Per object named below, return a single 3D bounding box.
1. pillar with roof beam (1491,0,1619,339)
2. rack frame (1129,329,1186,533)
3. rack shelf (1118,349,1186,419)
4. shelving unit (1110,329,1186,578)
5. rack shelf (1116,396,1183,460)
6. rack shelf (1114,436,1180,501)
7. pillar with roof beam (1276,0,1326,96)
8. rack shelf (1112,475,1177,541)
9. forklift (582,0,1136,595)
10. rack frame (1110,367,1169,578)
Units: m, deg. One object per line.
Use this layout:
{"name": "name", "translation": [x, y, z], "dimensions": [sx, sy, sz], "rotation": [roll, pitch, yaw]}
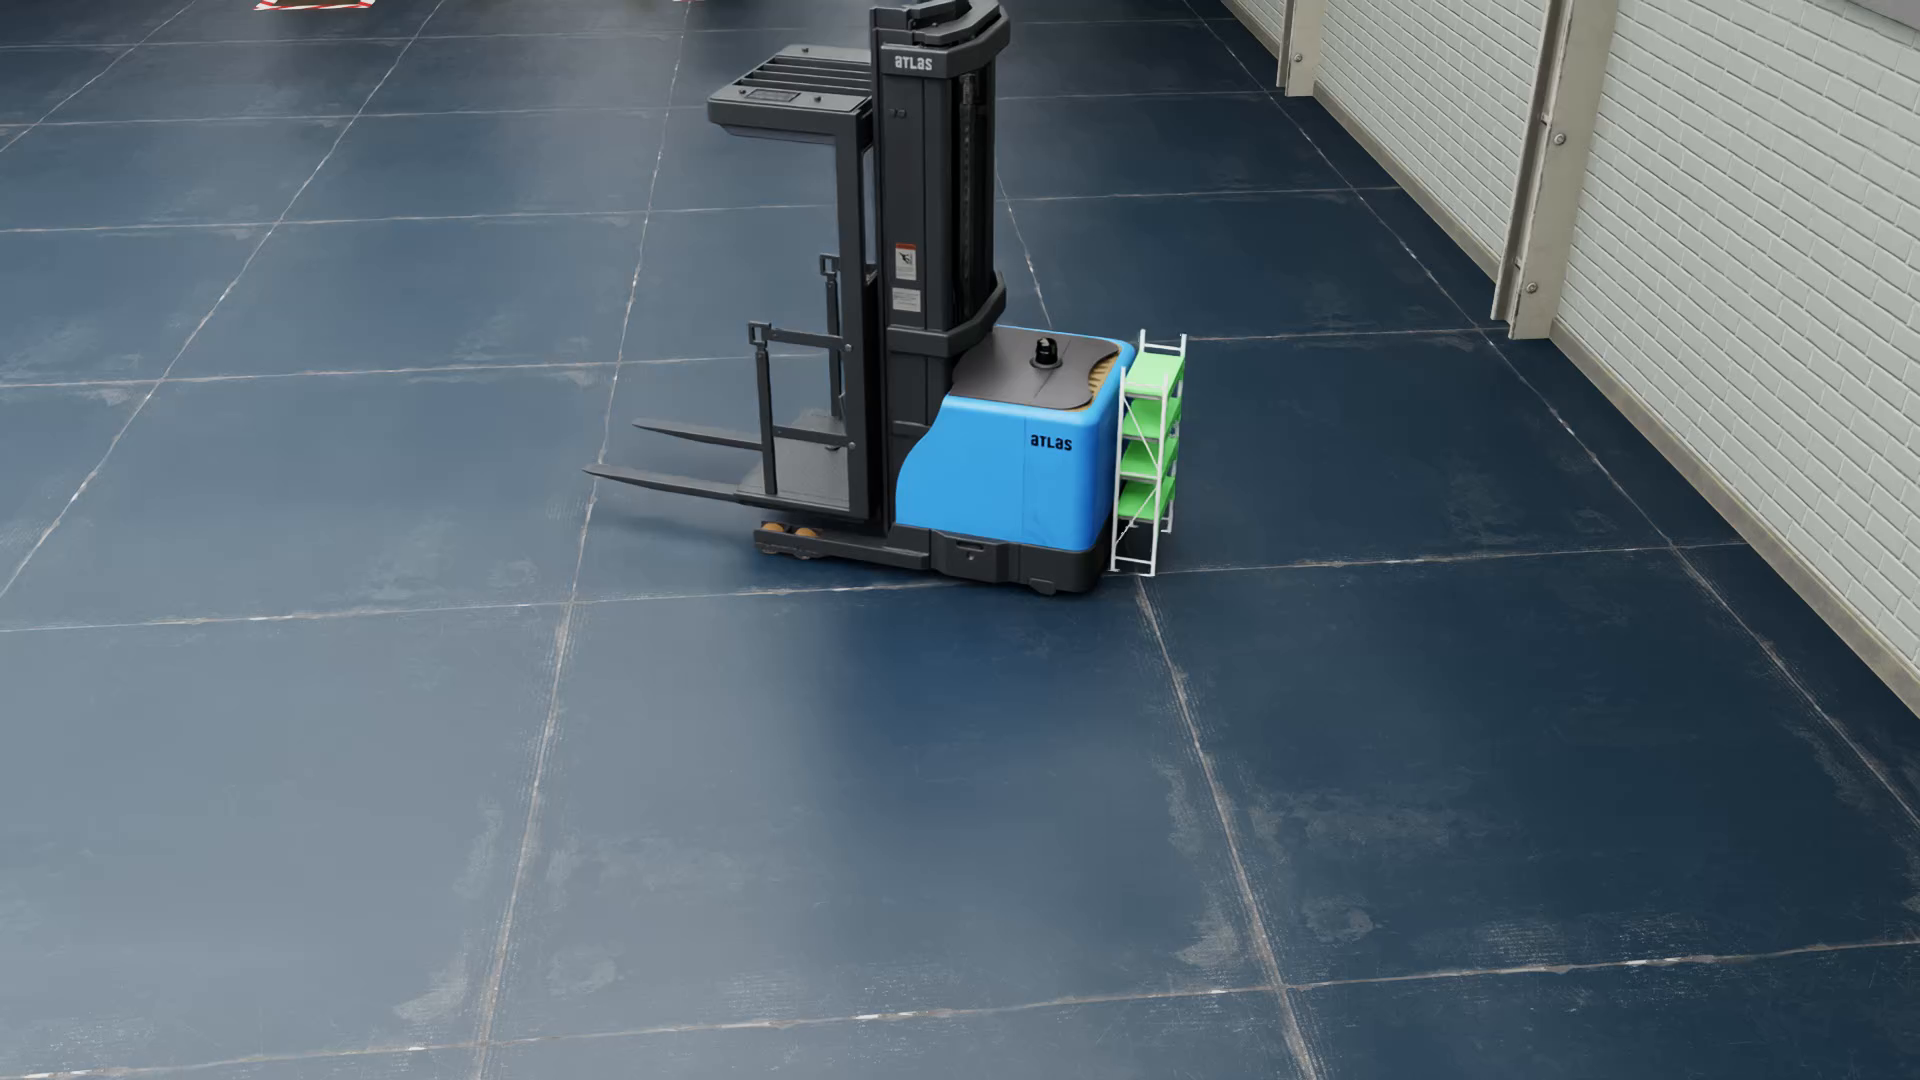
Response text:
{"name": "pillar with roof beam", "translation": [-0.311, -5.164, 9.120], "dimensions": [9.100, 9.000, 0.400], "rotation": [-3, 31, -5]}
{"name": "rack frame", "translation": [1.069, -0.575, 9.042], "dimensions": [0.240, 1.200, 0.015], "rotation": [9, 32, 14]}
{"name": "rack shelf", "translation": [0.998, -0.812, 8.628], "dimensions": [0.258, 0.148, 0.480], "rotation": [9, 32, 14]}
{"name": "shelving unit", "translation": [0.998, -0.455, 8.842], "dimensions": [0.258, 1.200, 0.503], "rotation": [9, 32, 14]}
{"name": "rack shelf", "translation": [0.998, -0.606, 8.751], "dimensions": [0.258, 0.148, 0.480], "rotation": [9, 32, 14]}
{"name": "rack shelf", "translation": [0.998, -0.400, 8.874], "dimensions": [0.258, 0.148, 0.480], "rotation": [9, 32, 14]}
{"name": "pillar with roof beam", "translation": [-0.872, -8.227, 14.249], "dimensions": [9.100, 9.000, 0.400], "rotation": [-3, 31, -5]}
{"name": "rack shelf", "translation": [0.998, -0.194, 8.997], "dimensions": [0.258, 0.148, 0.480], "rotation": [9, 32, 14]}
{"name": "forklift", "translation": [-0.617, -1.400, 8.735], "dimensions": [3.031, 2.935, 1.130], "rotation": [9, 32, 15]}
{"name": "rack frame", "translation": [0.927, -0.335, 8.641], "dimensions": [0.240, 1.200, 0.015], "rotation": [9, 32, 14]}
